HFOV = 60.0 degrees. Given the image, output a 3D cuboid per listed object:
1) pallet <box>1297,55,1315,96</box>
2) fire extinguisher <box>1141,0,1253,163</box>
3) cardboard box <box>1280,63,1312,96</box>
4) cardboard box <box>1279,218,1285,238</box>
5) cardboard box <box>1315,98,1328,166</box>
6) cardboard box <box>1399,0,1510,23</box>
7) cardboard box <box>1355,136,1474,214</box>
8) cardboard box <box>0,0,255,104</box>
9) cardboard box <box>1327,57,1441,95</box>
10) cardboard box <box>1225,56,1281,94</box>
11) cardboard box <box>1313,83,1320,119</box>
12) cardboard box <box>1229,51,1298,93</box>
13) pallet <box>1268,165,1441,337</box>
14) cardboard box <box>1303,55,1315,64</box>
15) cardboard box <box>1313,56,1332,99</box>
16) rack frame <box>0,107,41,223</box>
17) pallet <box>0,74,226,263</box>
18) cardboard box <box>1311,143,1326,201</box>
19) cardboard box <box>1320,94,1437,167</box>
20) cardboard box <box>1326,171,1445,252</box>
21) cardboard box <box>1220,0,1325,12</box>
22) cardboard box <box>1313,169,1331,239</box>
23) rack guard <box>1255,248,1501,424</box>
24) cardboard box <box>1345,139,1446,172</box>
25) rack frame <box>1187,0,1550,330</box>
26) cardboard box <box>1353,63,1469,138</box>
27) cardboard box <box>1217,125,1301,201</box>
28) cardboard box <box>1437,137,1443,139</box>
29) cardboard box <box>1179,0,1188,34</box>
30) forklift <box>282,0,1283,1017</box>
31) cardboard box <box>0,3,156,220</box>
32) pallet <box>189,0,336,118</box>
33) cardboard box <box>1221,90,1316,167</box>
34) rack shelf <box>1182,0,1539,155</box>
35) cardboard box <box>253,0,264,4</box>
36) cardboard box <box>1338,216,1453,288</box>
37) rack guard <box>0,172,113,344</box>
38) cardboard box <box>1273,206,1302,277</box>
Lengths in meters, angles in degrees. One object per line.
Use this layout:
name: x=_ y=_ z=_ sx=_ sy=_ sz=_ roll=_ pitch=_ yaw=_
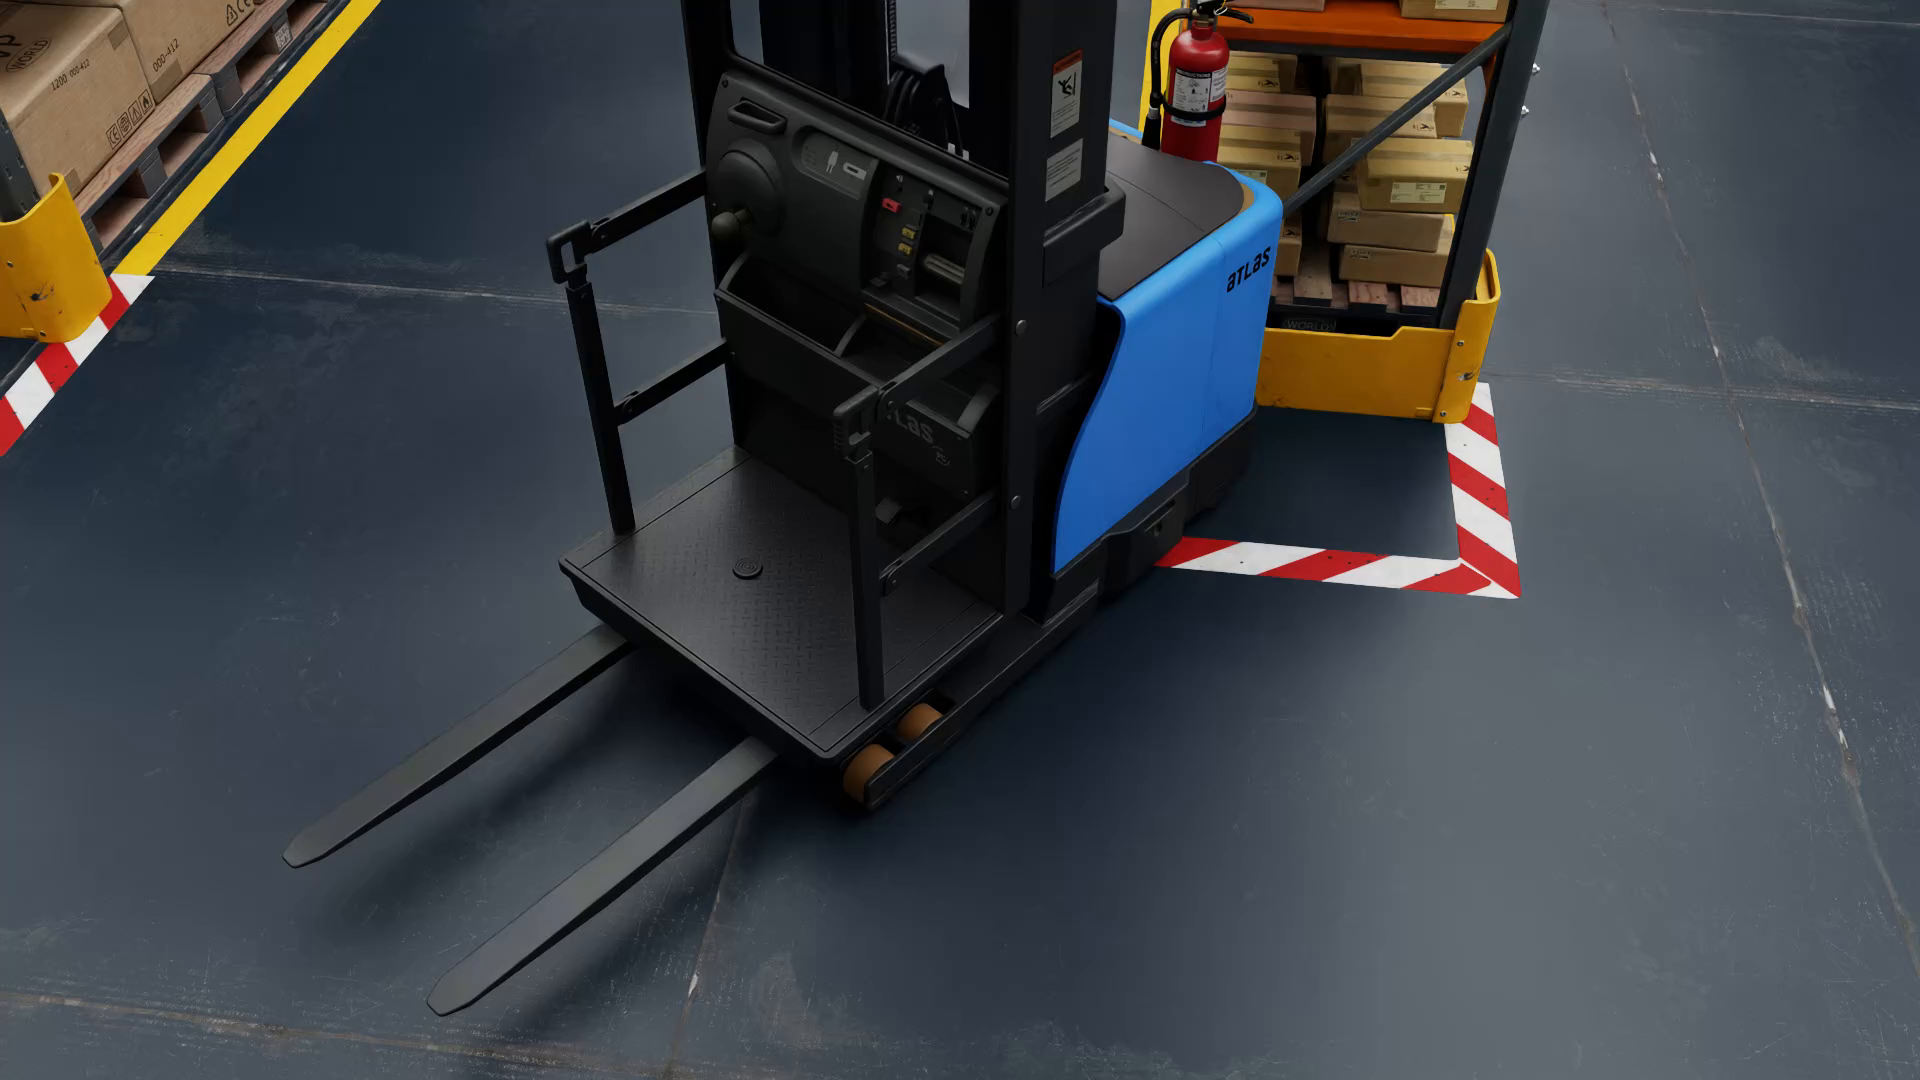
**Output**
pallet: x=1.484 y=-2.016 z=7.226 sx=1.003 sy=0.211 sz=1.213 roll=5 pitch=44 yaw=6
fire extinguisher: x=0.677 y=-1.304 z=4.773 sx=0.296 sy=0.674 sz=0.183 roll=5 pitch=44 yaw=6
cardboard box: x=1.159 y=-1.737 z=6.454 sx=0.380 sy=0.149 sz=0.250 roll=5 pitch=44 yaw=5
cardboard box: x=0.955 y=-1.208 z=5.896 sx=0.380 sy=0.149 sz=0.250 roll=4 pitch=44 yaw=4
cardboard box: x=1.528 y=-1.513 z=6.218 sx=0.380 sy=0.149 sz=0.250 roll=6 pitch=44 yaw=6
cardboard box: x=1.535 y=-1.697 z=5.044 sx=0.380 sy=0.149 sz=0.250 roll=5 pitch=44 yaw=5
cardboard box: x=1.574 y=-1.257 z=5.731 sx=0.380 sy=0.149 sz=0.250 roll=3 pitch=44 yaw=4
cardboard box: x=-3.651 y=-2.284 z=7.039 sx=0.875 sy=0.438 sz=0.875 roll=6 pitch=44 yaw=7
cardboard box: x=1.602 y=-1.793 z=6.297 sx=0.380 sy=0.149 sz=0.250 roll=3 pitch=44 yaw=3
cardboard box: x=0.985 y=-1.669 z=6.166 sx=0.380 sy=0.149 sz=0.250 roll=4 pitch=44 yaw=5
cardboard box: x=1.615 y=-1.745 z=6.680 sx=0.380 sy=0.149 sz=0.250 roll=5 pitch=44 yaw=6
cardboard box: x=1.082 y=-1.839 z=6.346 sx=0.380 sy=0.149 sz=0.250 roll=4 pitch=44 yaw=4
pallet: x=1.320 y=-1.187 z=6.350 sx=1.003 sy=0.211 sz=1.213 roll=5 pitch=44 yaw=6
cardboard box: x=1.605 y=-2.056 z=6.791 sx=0.380 sy=0.149 sz=0.250 roll=7 pitch=44 yaw=8
cardboard box: x=1.611 y=-1.867 z=6.592 sx=0.380 sy=0.149 sz=0.250 roll=3 pitch=44 yaw=3
rack frame: x=-3.752 y=-1.979 z=5.158 sx=1.000 sy=3.000 sz=0.127 roll=5 pitch=44 yaw=6
pallet: x=-3.724 y=-1.518 z=6.700 sx=1.003 sy=0.211 sz=1.213 roll=5 pitch=44 yaw=6
cardboard box: x=1.534 y=-1.399 z=6.313 sx=0.380 sy=0.149 sz=0.250 roll=6 pitch=44 yaw=6
cardboard box: x=1.491 y=-1.456 z=5.941 sx=0.380 sy=0.149 sz=0.250 roll=6 pitch=44 yaw=6
cardboard box: x=1.491 y=-1.157 z=5.842 sx=0.380 sy=0.149 sz=0.250 roll=7 pitch=44 yaw=7
cardboard box: x=0.931 y=-1.754 z=5.104 sx=0.380 sy=0.149 sz=0.250 roll=5 pitch=44 yaw=6
cardboard box: x=1.508 y=-1.229 z=6.134 sx=0.380 sy=0.149 sz=0.250 roll=5 pitch=44 yaw=5
rack guard: x=1.178 y=-0.742 z=5.670 sx=1.175 sy=0.500 sz=0.348 roll=5 pitch=44 yaw=6
cardboard box: x=1.584 y=-1.338 z=6.033 sx=0.380 sy=0.149 sz=0.250 roll=5 pitch=44 yaw=5
rack frame: x=1.168 y=-1.598 z=4.756 sx=1.000 sy=3.000 sz=0.127 roll=5 pitch=44 yaw=6
cardboard box: x=1.651 y=-1.616 z=6.110 sx=0.380 sy=0.149 sz=0.250 roll=5 pitch=44 yaw=5
cardboard box: x=0.987 y=-1.315 z=5.792 sx=0.380 sy=0.149 sz=0.250 roll=6 pitch=44 yaw=6
cardboard box: x=1.670 y=-1.678 z=6.392 sx=0.380 sy=0.149 sz=0.250 roll=7 pitch=44 yaw=7
cardboard box: x=1.062 y=-2.028 z=6.545 sx=0.380 sy=0.149 sz=0.250 roll=7 pitch=44 yaw=7
forklift: x=-0.417 y=-0.745 z=3.905 sx=1.130 sy=2.935 sz=3.031 roll=32 pitch=52 yaw=29
cardboard box: x=-3.764 y=-1.660 z=6.379 sx=0.875 sy=0.438 sz=0.875 roll=4 pitch=44 yaw=4
pallet: x=-3.560 y=-2.347 z=7.575 sx=1.003 sy=0.211 sz=1.213 roll=5 pitch=44 yaw=6
cardboard box: x=1.077 y=-1.481 z=5.968 sx=0.380 sy=0.149 sz=0.250 roll=6 pitch=44 yaw=6
rack shelf: x=1.432 y=-2.699 z=6.442 sx=1.077 sy=0.370 sz=4.000 roll=5 pitch=44 yaw=6
cardboard box: x=-3.531 y=-2.899 z=7.688 sx=0.875 sy=0.438 sz=0.875 roll=4 pitch=44 yaw=4
cardboard box: x=1.554 y=-1.043 z=5.938 sx=0.380 sy=0.149 sz=0.250 roll=6 pitch=44 yaw=6
rack guard: x=-3.755 y=-1.055 z=6.000 sx=1.175 sy=0.500 sz=0.348 roll=5 pitch=44 yaw=6
cardboard box: x=1.031 y=-1.093 z=5.990 sx=0.380 sy=0.149 sz=0.250 roll=6 pitch=44 yaw=6
